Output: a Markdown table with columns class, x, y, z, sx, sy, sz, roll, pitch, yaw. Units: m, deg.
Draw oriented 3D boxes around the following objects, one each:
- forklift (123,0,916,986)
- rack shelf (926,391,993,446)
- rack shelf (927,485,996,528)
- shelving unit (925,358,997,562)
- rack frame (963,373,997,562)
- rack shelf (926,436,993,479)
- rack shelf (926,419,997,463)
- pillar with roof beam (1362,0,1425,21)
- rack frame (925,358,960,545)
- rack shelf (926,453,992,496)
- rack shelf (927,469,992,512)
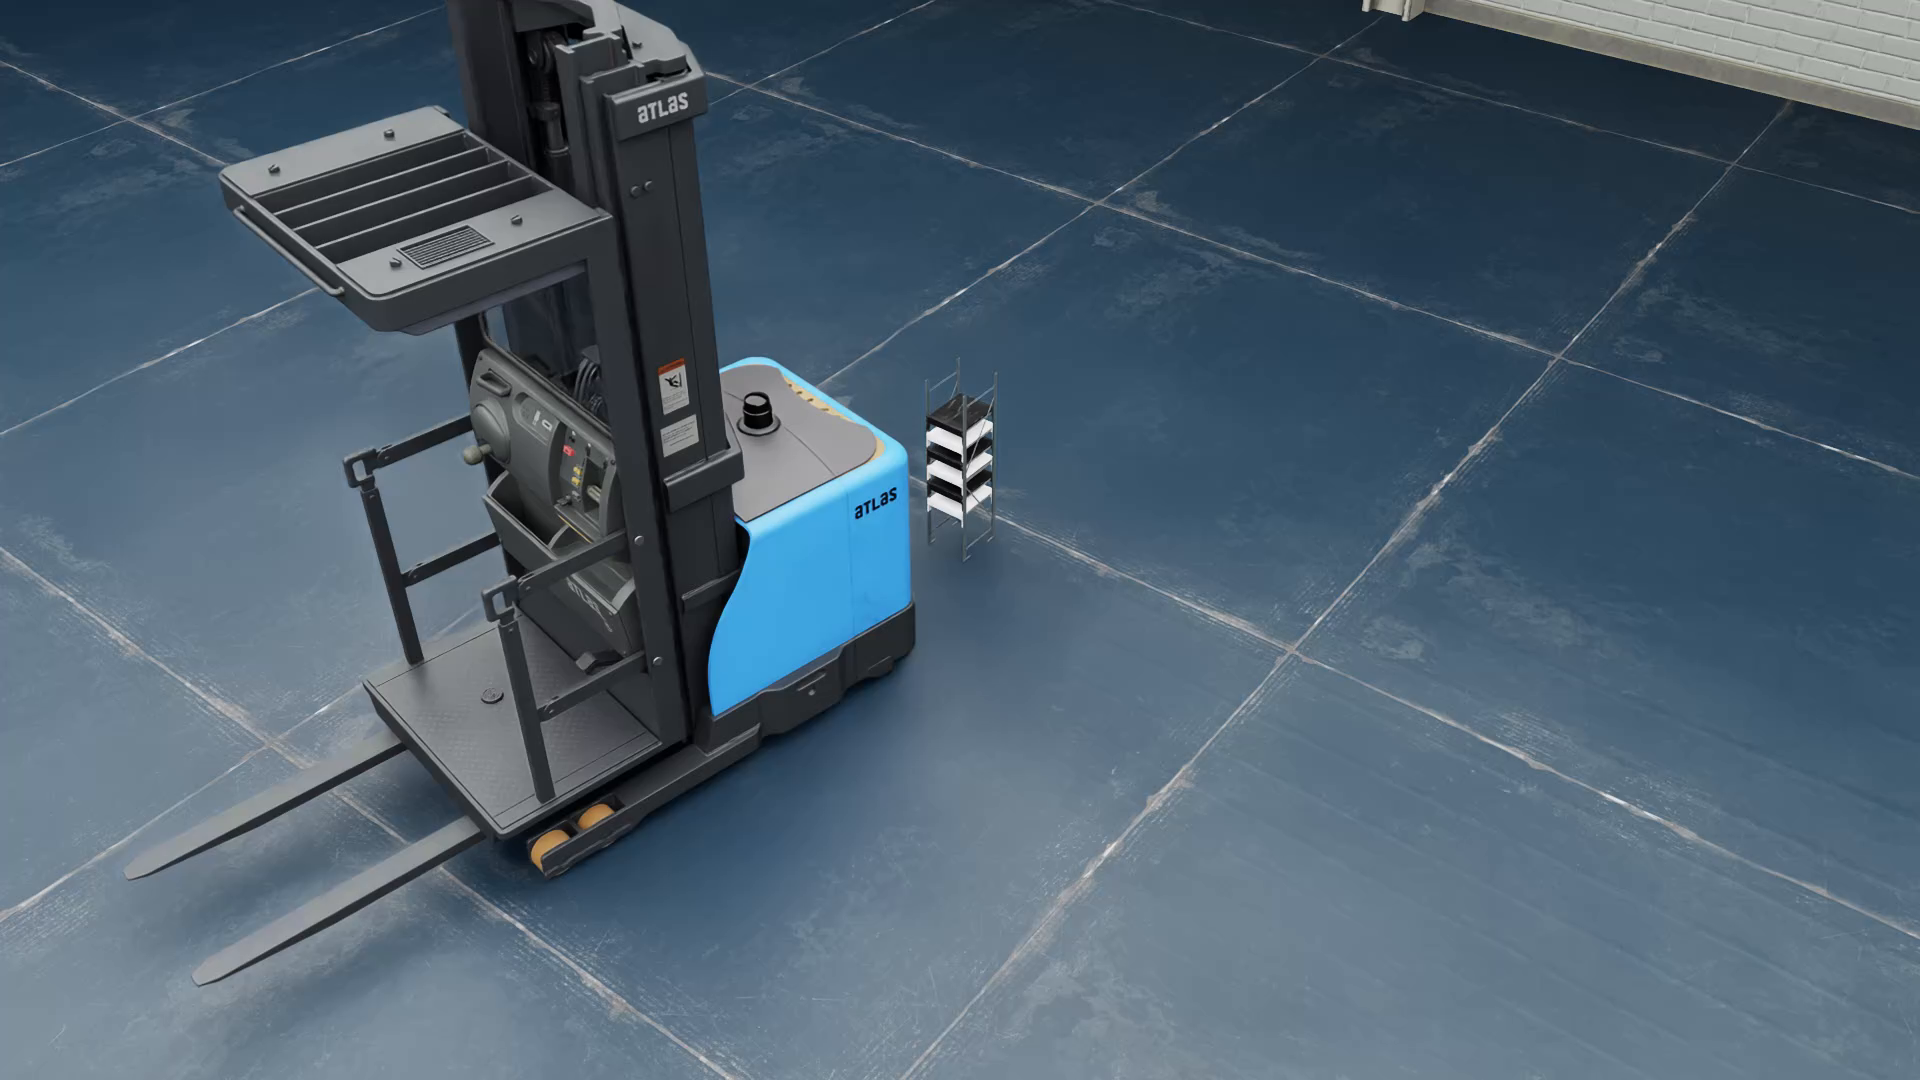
| class | x | y | z | sx | sy | sz | roll | pitch | yaw |
| --- | --- | --- | --- | --- | --- | --- | --- | --- | --- |
| forklift | -1.622 | -0.279 | 5.728 | 3.031 | 2.935 | 1.130 | -29 | 46 | -32 |
| rack shelf | 0.006 | -0.538 | 7.323 | 0.200 | 0.077 | 0.258 | 25 | 45 | 29 |
| rack shelf | 0.006 | -0.183 | 7.600 | 0.200 | 0.077 | 0.258 | 25 | 45 | 29 |
| shelving unit | 0.006 | -0.351 | 7.469 | 0.210 | 0.900 | 0.258 | 25 | 45 | 29 |
| rack frame | 0.087 | -0.313 | 7.420 | 0.006 | 0.900 | 0.240 | 25 | 45 | 29 |
| rack shelf | 0.006 | -0.396 | 7.434 | 0.200 | 0.077 | 0.258 | 25 | 45 | 29 |
| rack shelf | 0.006 | -0.467 | 7.378 | 0.200 | 0.077 | 0.258 | 25 | 45 | 29 |
| pillar with roof beam | 0.790 | -5.600 | 7.603 | 0.400 | 9.000 | 9.100 | 25 | 45 | 29 |
| rack frame | -0.074 | -0.389 | 7.517 | 0.006 | 0.900 | 0.240 | 25 | 45 | 29 |
| rack shelf | 0.006 | -0.325 | 7.489 | 0.200 | 0.077 | 0.258 | 25 | 45 | 29 |
| rack shelf | 0.006 | -0.254 | 7.545 | 0.200 | 0.077 | 0.258 | 25 | 45 | 29 |
